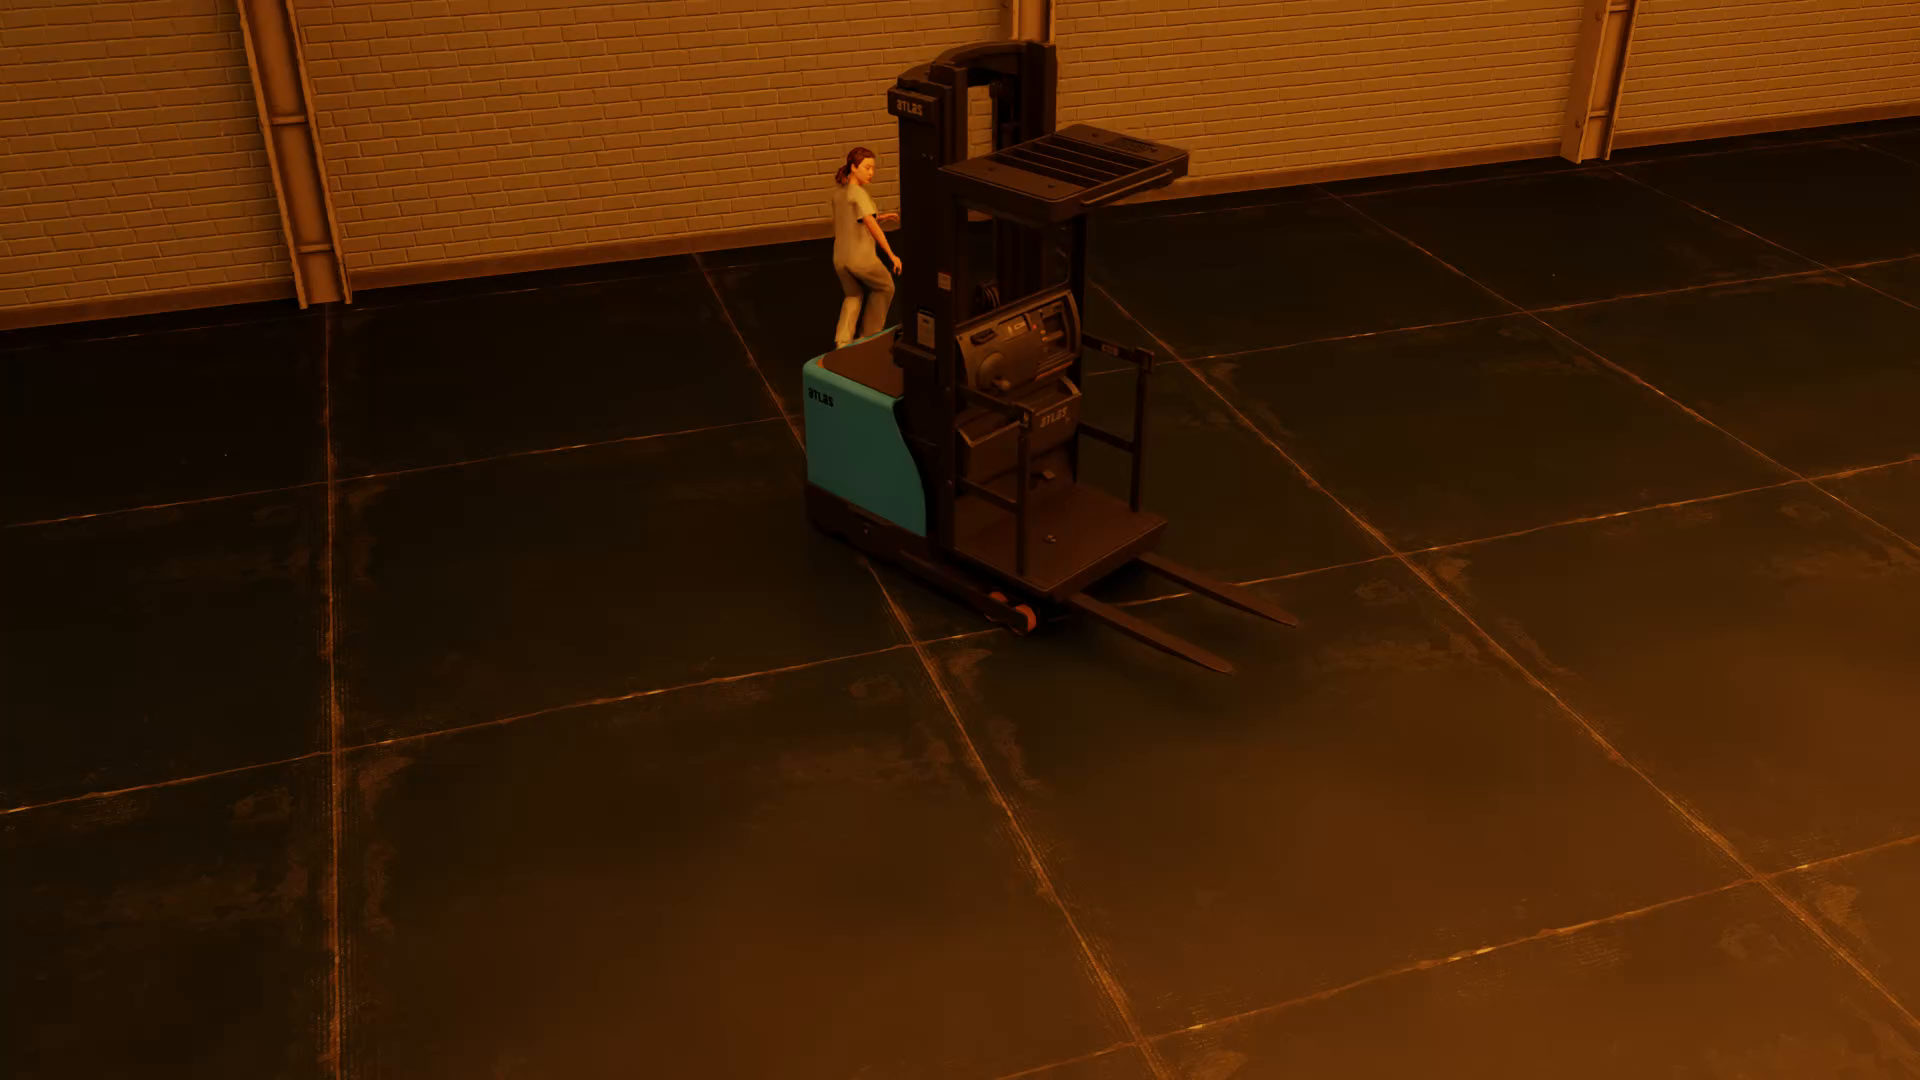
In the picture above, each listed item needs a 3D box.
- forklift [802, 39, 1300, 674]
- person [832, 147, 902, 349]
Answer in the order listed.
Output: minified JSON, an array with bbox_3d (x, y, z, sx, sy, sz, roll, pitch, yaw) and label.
[{"bbox_3d":[0.479,-1.044,8.901,3.031,2.935,1.130,25,38,37],"label":"forklift"},{"bbox_3d":[-0.615,-2.069,12.097,0.761,1.544,0.804,24,38,35],"label":"person"}]
